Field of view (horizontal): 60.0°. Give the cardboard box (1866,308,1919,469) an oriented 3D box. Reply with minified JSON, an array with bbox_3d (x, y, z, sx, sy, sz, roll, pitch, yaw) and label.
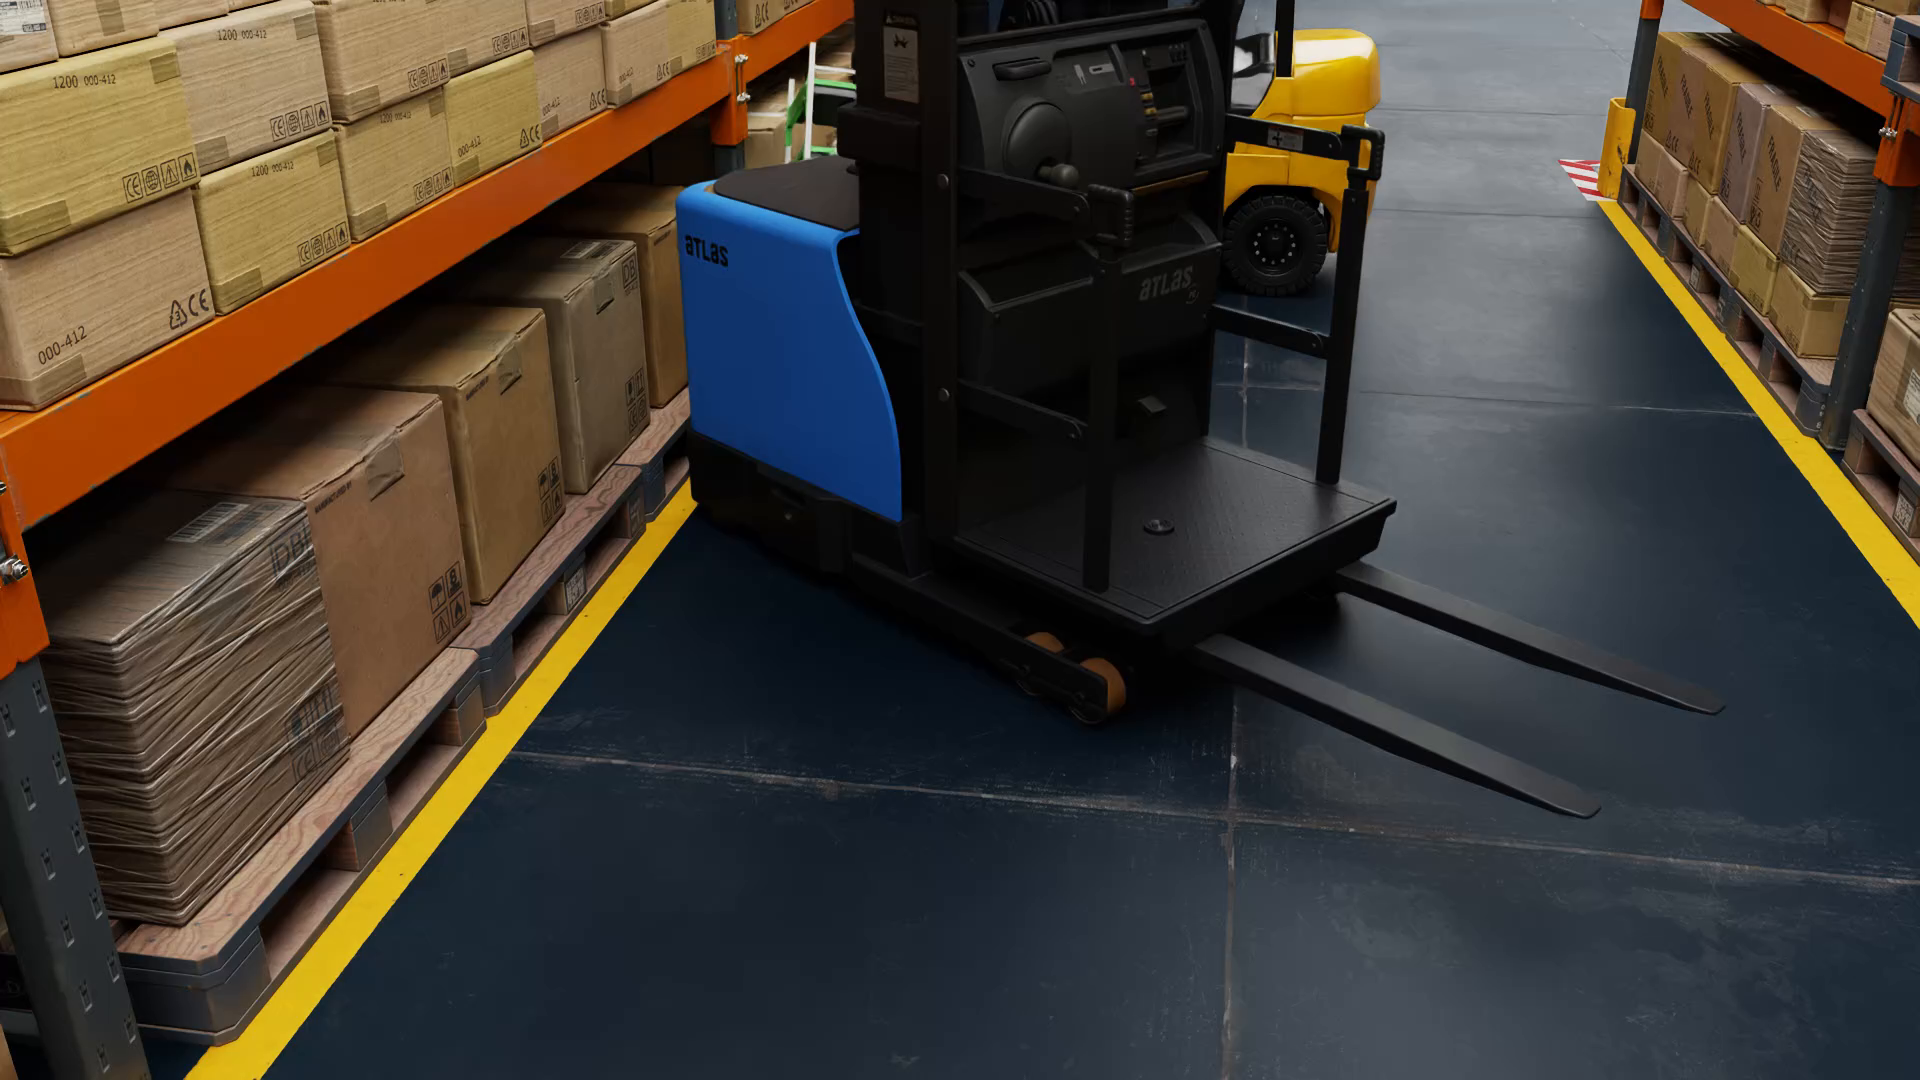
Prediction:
[{"bbox_3d":[3.505,-0.443,5.262,0.950,0.372,0.625,4,25,9],"label":"cardboard box"}]

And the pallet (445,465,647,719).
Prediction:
[{"bbox_3d":[-1.588,0.081,4.828,1.003,0.211,1.213,4,25,9],"label":"pallet"}]

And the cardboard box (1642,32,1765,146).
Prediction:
[{"bbox_3d":[3.834,-2.292,8.471,0.500,0.500,0.500,3,25,7],"label":"cardboard box"}]

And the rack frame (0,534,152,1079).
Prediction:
[{"bbox_3d":[-1.959,-0.332,2.420,0.949,2.616,0.053,4,25,9],"label":"rack frame"}]

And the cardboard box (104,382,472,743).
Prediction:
[{"bbox_3d":[-1.748,0.020,3.975,0.875,0.625,0.625,5,26,10],"label":"cardboard box"}]

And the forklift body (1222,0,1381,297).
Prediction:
[{"bbox_3d":[0.835,-2.374,7.784,2.313,2.155,1.214,4,25,9],"label":"forklift body"}]

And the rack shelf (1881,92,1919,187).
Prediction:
[{"bbox_3d":[3.262,-0.500,3.629,1.077,0.370,4.000,4,25,9],"label":"rack shelf"}]

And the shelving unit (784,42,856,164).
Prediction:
[{"bbox_3d":[-0.507,-1.158,6.155,0.258,1.200,0.503,3,-1,-15],"label":"shelving unit"}]

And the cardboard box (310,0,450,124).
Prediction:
[{"bbox_3d":[-1.463,-1.086,3.619,0.500,0.250,0.500,3,25,7],"label":"cardboard box"}]

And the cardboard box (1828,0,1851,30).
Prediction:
[{"bbox_3d":[3.548,-2.016,6.315,0.380,0.149,0.250,4,25,8],"label":"cardboard box"}]

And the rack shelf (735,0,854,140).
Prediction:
[{"bbox_3d":[-0.982,-2.515,7.934,1.077,0.370,4.000,4,25,9],"label":"rack shelf"}]

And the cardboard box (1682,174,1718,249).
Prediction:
[{"bbox_3d":[3.670,-1.520,7.707,0.500,0.250,0.500,6,26,12],"label":"cardboard box"}]

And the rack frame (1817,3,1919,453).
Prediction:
[{"bbox_3d":[3.589,-1.662,5.263,1.000,3.000,0.127,4,25,9],"label":"rack frame"}]

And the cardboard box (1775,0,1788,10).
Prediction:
[{"bbox_3d":[3.575,-2.234,6.781,0.380,0.149,0.250,4,25,8],"label":"cardboard box"}]

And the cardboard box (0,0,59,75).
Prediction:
[{"bbox_3d":[-1.620,-0.784,2.503,0.380,0.149,0.250,5,26,10],"label":"cardboard box"}]

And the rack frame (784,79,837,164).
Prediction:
[{"bbox_3d":[-0.569,-1.159,6.391,0.240,1.200,0.015,3,-1,-15],"label":"rack frame"}]

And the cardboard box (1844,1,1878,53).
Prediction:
[{"bbox_3d":[3.374,-1.809,5.873,0.380,0.149,0.250,5,25,10],"label":"cardboard box"}]

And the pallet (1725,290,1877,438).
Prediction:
[{"bbox_3d":[3.664,-0.683,6.460,1.003,0.211,1.213,4,25,9],"label":"pallet"}]

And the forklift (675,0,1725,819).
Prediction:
[{"bbox_3d":[0.510,-1.105,4.153,1.130,2.935,3.031,-22,33,-39],"label":"forklift"}]

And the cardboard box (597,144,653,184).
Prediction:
[{"bbox_3d":[-1.419,-1.622,6.745,0.500,0.250,0.500,5,25,10],"label":"cardboard box"}]

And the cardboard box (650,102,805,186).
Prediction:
[{"bbox_3d":[-0.920,-1.583,6.662,0.500,0.250,0.500,4,25,8],"label":"cardboard box"}]

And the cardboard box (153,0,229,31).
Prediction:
[{"bbox_3d":[-1.561,-1.005,2.975,0.380,0.149,0.250,5,25,10],"label":"cardboard box"}]

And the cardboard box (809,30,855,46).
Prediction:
[{"bbox_3d":[-0.573,-2.436,8.484,0.500,0.250,0.500,4,25,9],"label":"cardboard box"}]

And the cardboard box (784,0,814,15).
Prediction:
[{"bbox_3d":[-0.910,-2.437,6.799,0.500,0.500,0.500,4,25,9],"label":"cardboard box"}]

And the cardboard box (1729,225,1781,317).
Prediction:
[{"bbox_3d":[3.497,-1.097,6.802,0.500,0.250,0.500,3,25,7],"label":"cardboard box"}]

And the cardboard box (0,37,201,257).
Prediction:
[{"bbox_3d":[-1.624,-0.657,2.703,0.500,0.250,0.500,4,25,8],"label":"cardboard box"}]

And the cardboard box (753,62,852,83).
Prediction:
[{"bbox_3d":[-0.757,-2.005,7.564,0.500,0.250,0.500,5,26,10],"label":"cardboard box"}]

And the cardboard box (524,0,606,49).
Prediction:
[{"bbox_3d":[-1.303,-1.511,4.527,0.500,0.250,0.500,5,25,10],"label":"cardboard box"}]

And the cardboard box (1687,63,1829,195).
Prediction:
[{"bbox_3d":[3.663,-1.863,7.556,0.500,0.500,0.500,5,25,10],"label":"cardboard box"}]

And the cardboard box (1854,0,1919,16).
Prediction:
[{"bbox_3d":[3.416,-2.045,5.613,0.500,0.500,0.500,3,25,7],"label":"cardboard box"}]

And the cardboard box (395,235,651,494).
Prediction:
[{"bbox_3d":[-1.518,-0.576,5.249,0.875,0.625,0.625,4,25,8],"label":"cardboard box"}]

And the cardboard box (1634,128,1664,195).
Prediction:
[{"bbox_3d":[3.838,-1.962,8.651,0.500,0.250,0.500,4,25,8],"label":"cardboard box"}]

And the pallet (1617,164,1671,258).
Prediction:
[{"bbox_3d":[4.062,-1.703,8.640,1.003,0.211,1.213,4,25,9],"label":"pallet"}]

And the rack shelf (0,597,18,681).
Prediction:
[{"bbox_3d":[-2.290,0.830,0.786,1.077,0.370,4.000,4,25,9],"label":"rack shelf"}]

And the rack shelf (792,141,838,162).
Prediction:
[{"bbox_3d":[-0.498,-1.334,6.157,0.258,0.148,0.480,3,-1,-15],"label":"rack shelf"}]

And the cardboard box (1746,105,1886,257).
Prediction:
[{"bbox_3d":[3.502,-1.426,6.621,0.500,0.500,0.500,4,25,9],"label":"cardboard box"}]

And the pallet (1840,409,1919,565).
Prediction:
[{"bbox_3d":[3.463,-0.074,5.159,1.003,0.211,1.213,4,25,9],"label":"pallet"}]

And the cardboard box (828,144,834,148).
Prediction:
[{"bbox_3d":[-0.845,-1.568,7.219,0.500,0.250,0.500,4,25,8],"label":"cardboard box"}]

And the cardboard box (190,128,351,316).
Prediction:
[{"bbox_3d":[-1.562,-0.643,3.261,0.500,0.250,0.500,3,25,7],"label":"cardboard box"}]

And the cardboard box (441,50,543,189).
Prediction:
[{"bbox_3d":[-1.398,-1.075,4.186,0.500,0.250,0.500,5,26,10],"label":"cardboard box"}]

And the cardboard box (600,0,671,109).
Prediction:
[{"bbox_3d":[-1.210,-1.497,5.087,0.500,0.250,0.500,4,25,8],"label":"cardboard box"}]
